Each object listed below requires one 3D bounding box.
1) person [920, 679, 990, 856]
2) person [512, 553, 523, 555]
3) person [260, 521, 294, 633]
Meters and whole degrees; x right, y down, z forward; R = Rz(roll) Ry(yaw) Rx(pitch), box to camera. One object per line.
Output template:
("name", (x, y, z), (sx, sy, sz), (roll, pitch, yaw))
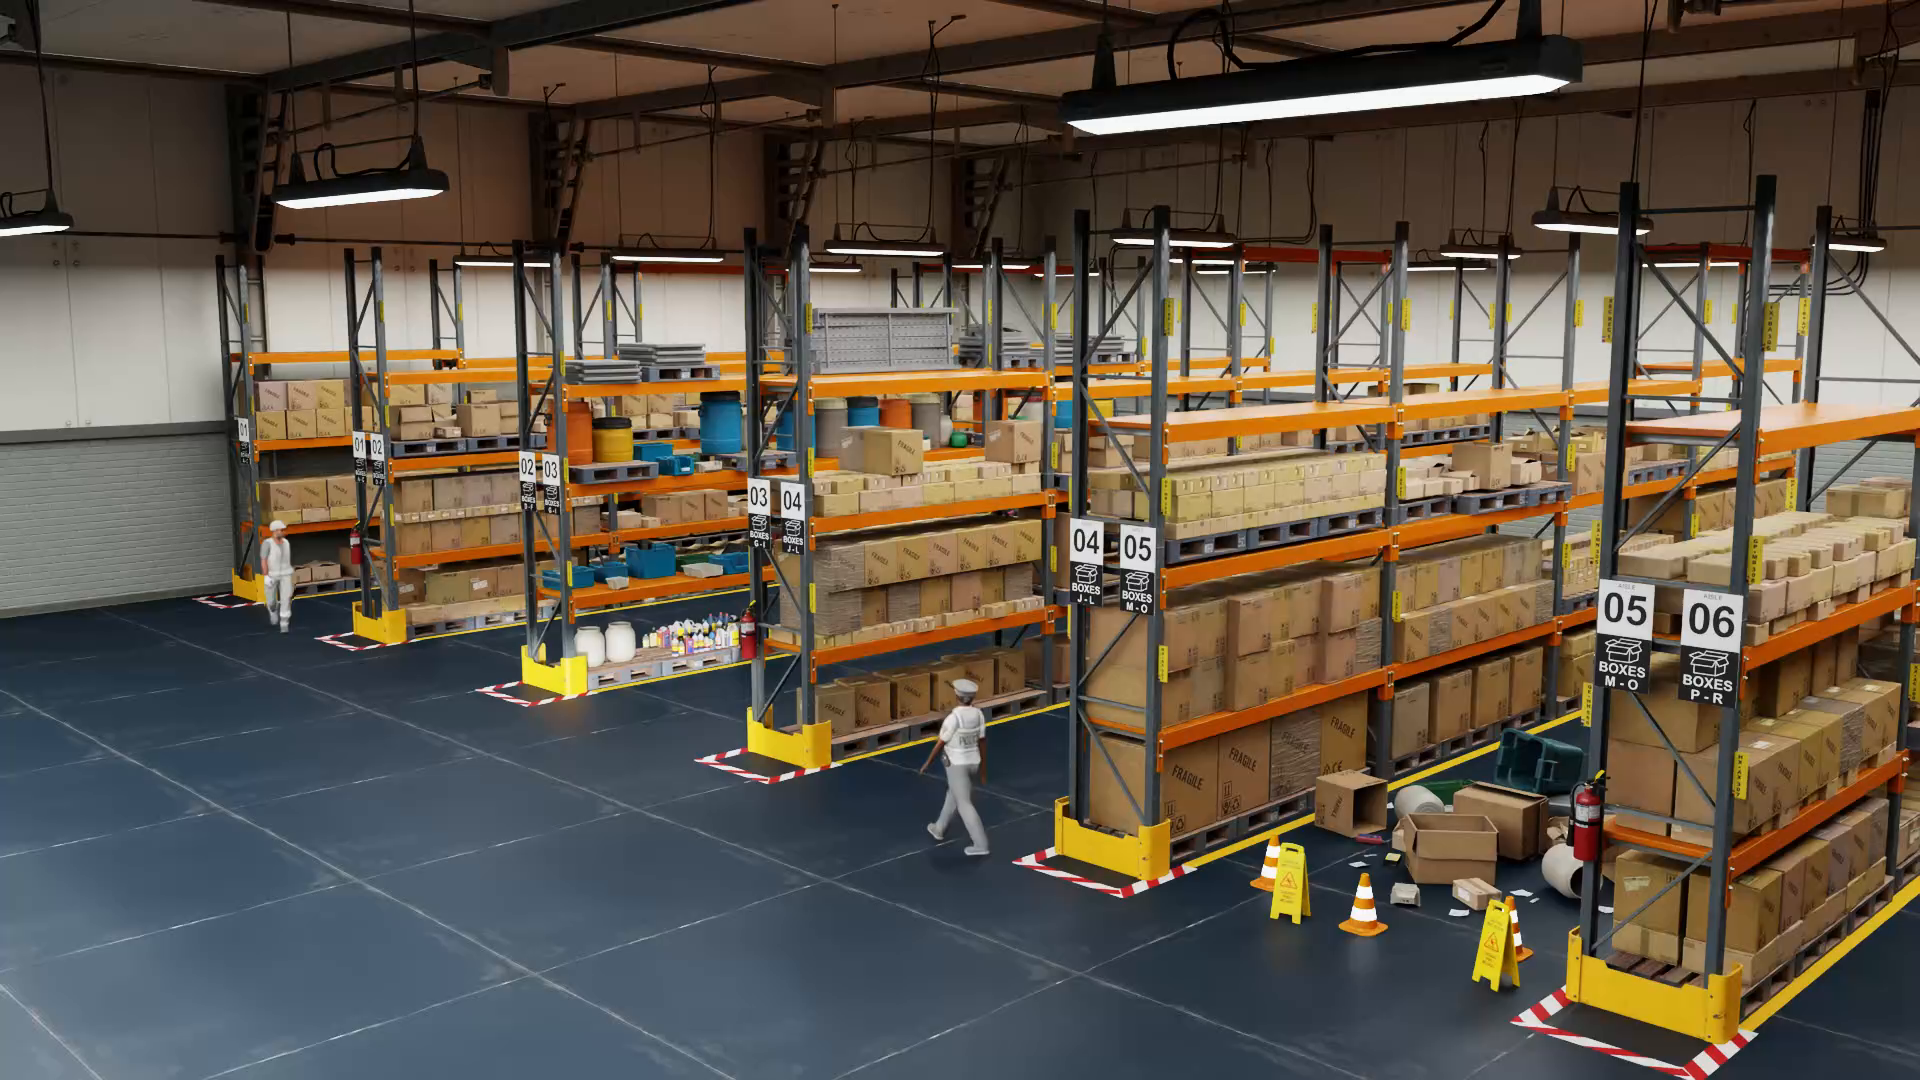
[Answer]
("person", (-0.039, 2.125, 15.771), (0.975, 1.617, 0.500), (7, 11, 41))
("person", (-7.790, 0.259, 29.224), (0.419, 1.643, 0.355), (-2, 8, -16))
("person", (-10.781, 0.564, 26.279), (0.487, 1.762, 0.661), (-3, 9, -22))
